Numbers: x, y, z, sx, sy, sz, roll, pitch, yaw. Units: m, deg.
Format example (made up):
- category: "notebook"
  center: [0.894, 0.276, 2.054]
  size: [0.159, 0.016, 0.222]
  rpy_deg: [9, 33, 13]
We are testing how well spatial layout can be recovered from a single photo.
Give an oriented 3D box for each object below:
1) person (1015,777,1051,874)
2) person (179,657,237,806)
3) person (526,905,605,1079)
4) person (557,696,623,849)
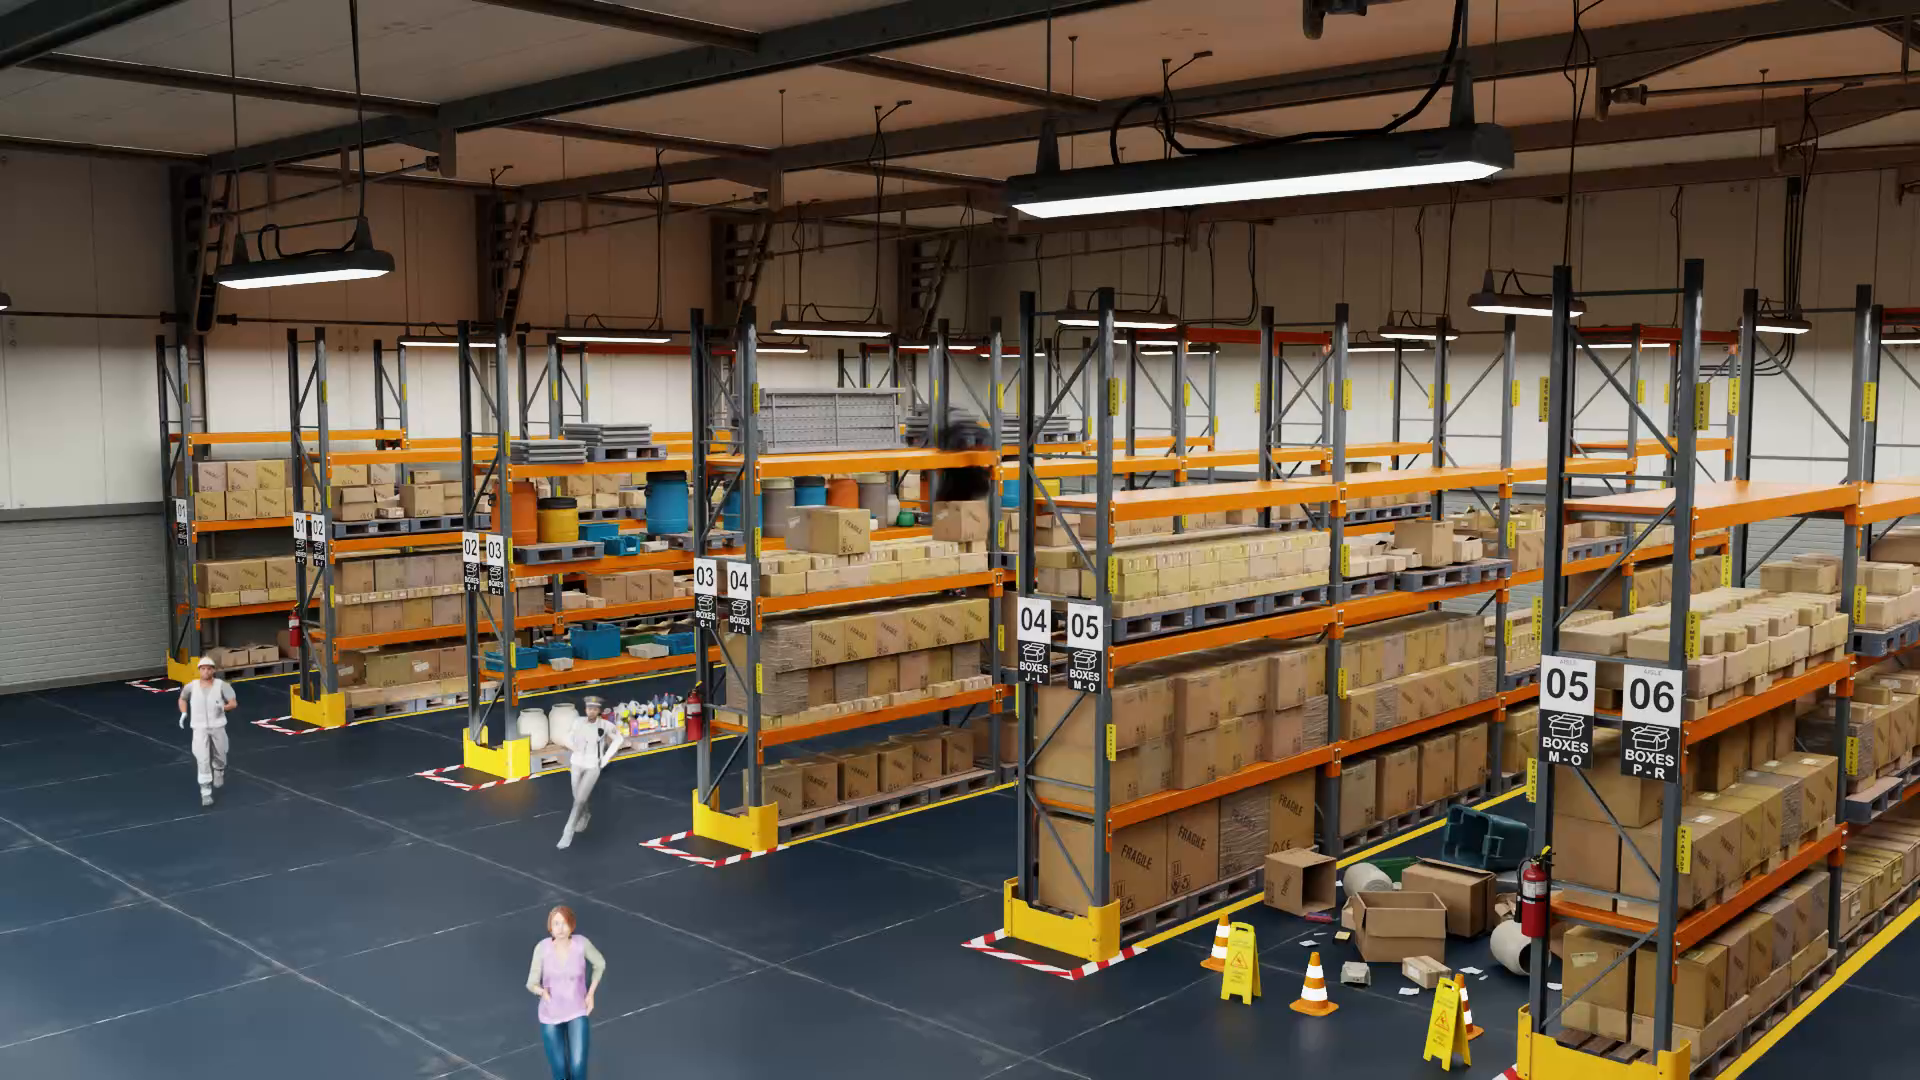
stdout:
- category: "person"
  center: [0.924, 2.680, 17.639]
  size: [0.659, 1.666, 0.614]
  rpy_deg: [4, 7, 38]
- category: "person"
  center: [-9.287, 2.327, 20.560]
  size: [0.663, 1.766, 0.997]
  rpy_deg: [-2, 6, -24]
- category: "person"
  center: [-2.711, 3.299, 11.435]
  size: [0.519, 1.582, 0.615]
  rpy_deg: [-1, 5, -9]
- category: "person"
  center: [-4.169, 2.574, 18.771]
  size: [0.626, 1.690, 0.810]
  rpy_deg: [1, 5, 12]
